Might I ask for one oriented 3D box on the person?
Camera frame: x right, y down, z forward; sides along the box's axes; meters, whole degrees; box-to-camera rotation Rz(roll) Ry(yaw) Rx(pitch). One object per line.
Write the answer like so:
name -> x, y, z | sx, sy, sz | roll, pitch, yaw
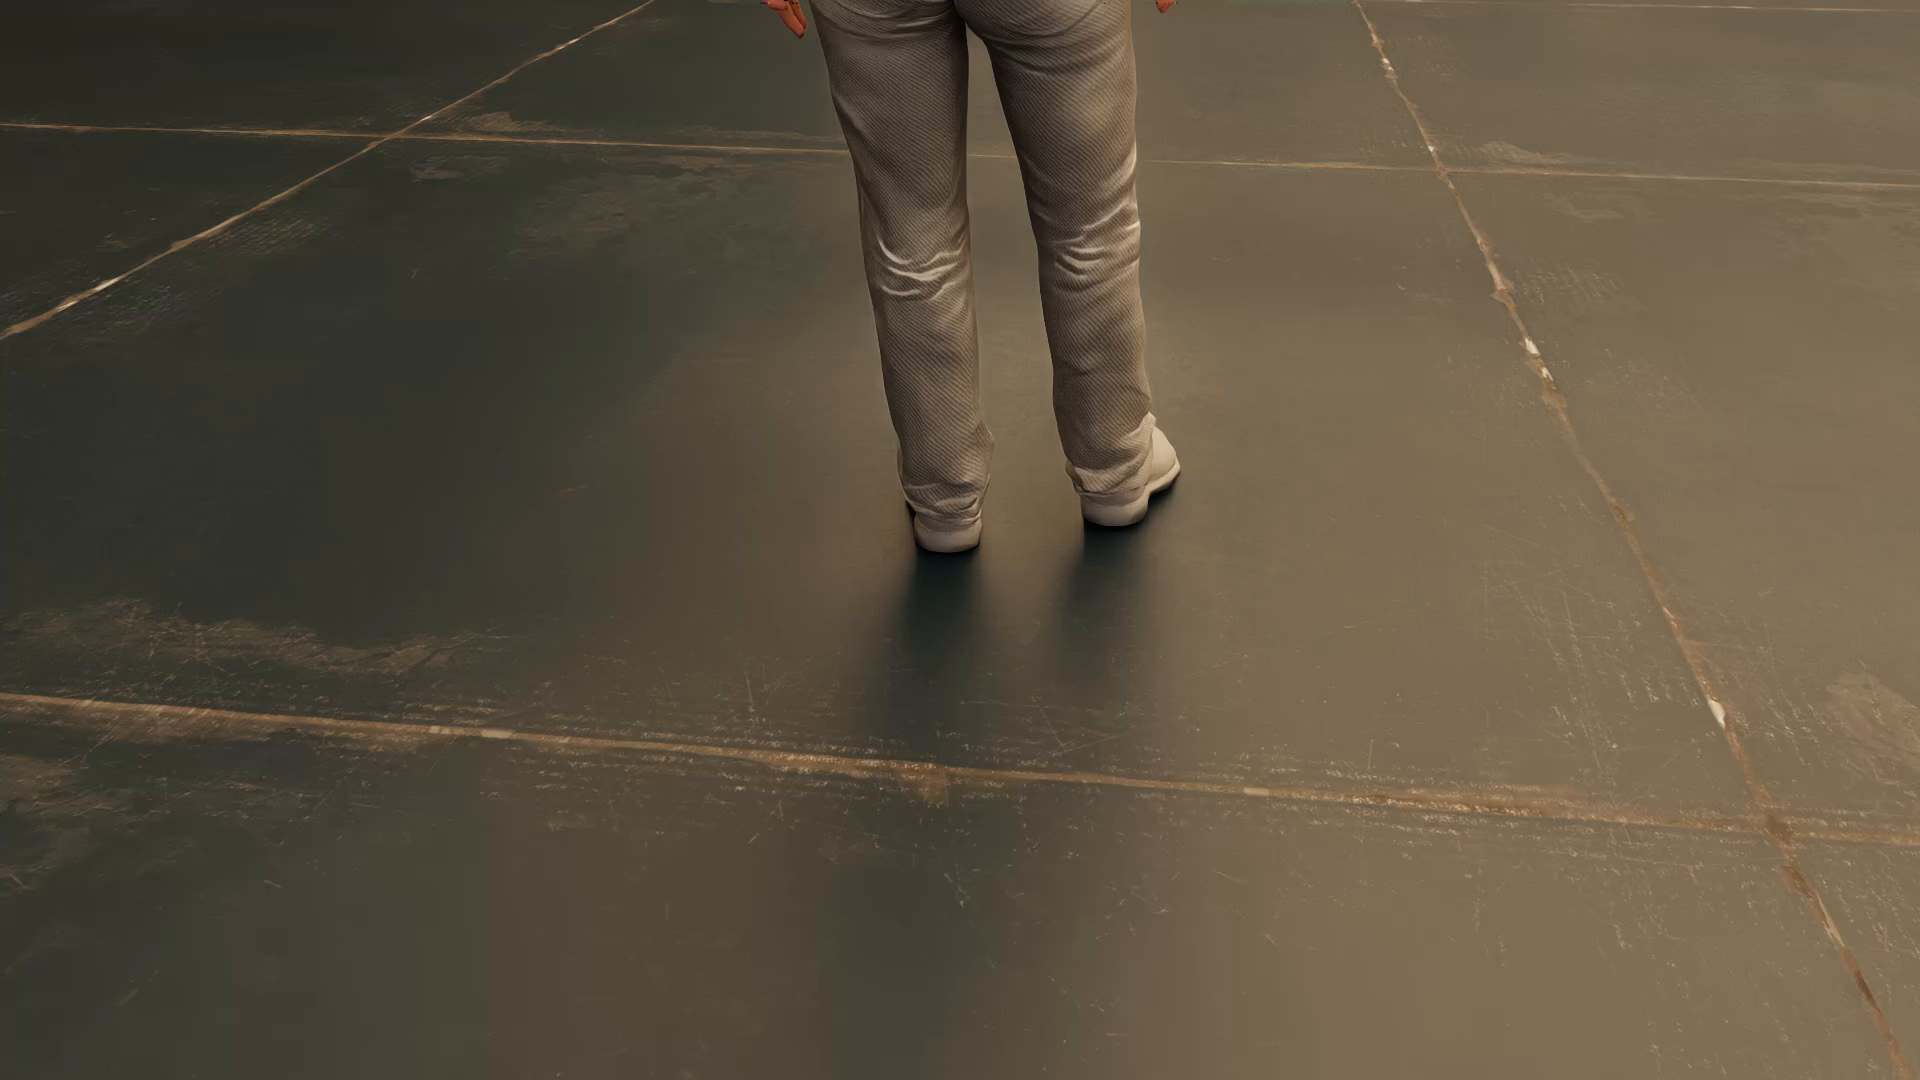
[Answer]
person -> 0.016, -0.825, 2.157 | 0.633, 1.770, 0.566 | 3, 27, 7
